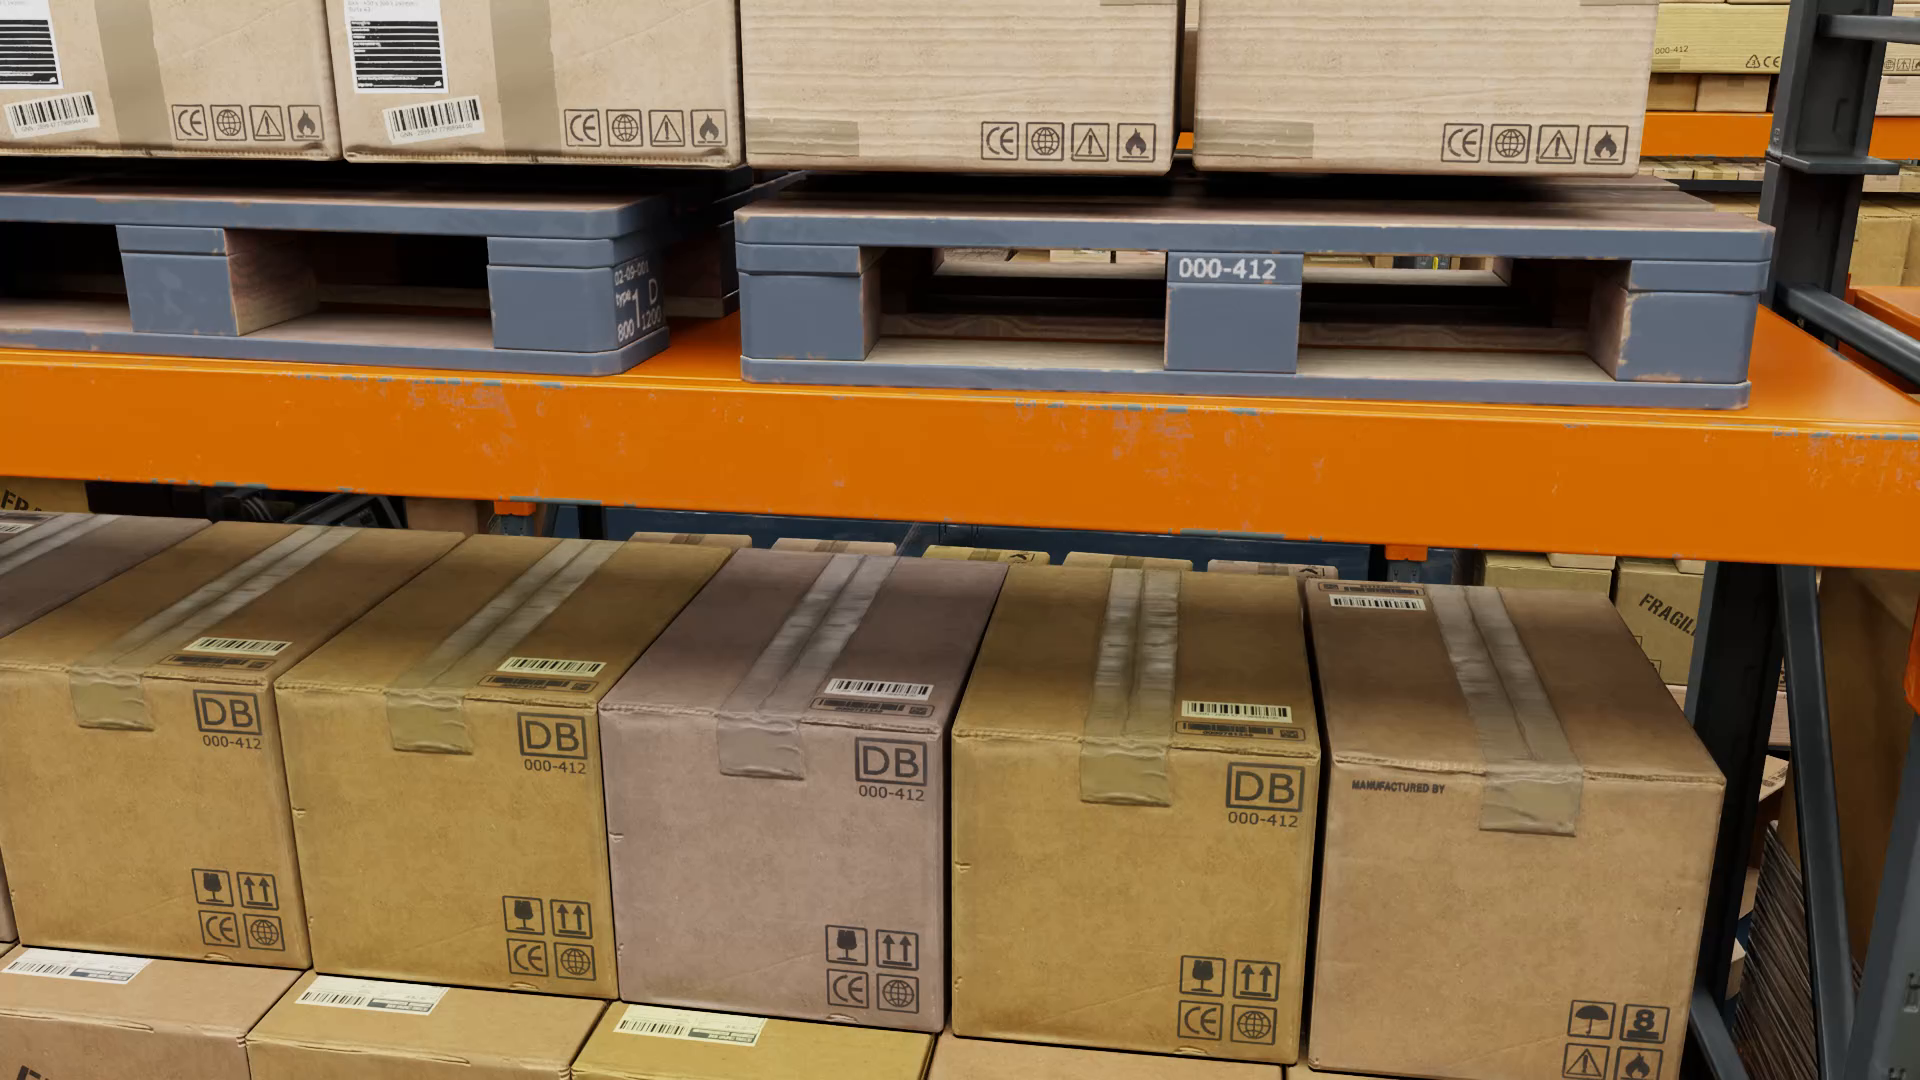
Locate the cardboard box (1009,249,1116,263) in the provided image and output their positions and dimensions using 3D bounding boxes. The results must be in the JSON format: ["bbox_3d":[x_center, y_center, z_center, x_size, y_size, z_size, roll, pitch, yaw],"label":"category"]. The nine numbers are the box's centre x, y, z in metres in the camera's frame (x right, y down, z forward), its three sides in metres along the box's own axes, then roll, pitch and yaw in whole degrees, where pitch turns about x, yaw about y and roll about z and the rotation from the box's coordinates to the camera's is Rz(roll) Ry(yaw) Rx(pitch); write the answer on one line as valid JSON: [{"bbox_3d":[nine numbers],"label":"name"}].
[{"bbox_3d":[0.478,-0.981,7.219,0.500,0.500,0.500,4,19,11],"label":"cardboard box"}]

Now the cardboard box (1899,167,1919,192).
[{"bbox_3d":[6.315,-2.392,11.075,0.250,0.149,0.380,3,19,9],"label":"cardboard box"}]

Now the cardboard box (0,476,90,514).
[{"bbox_3d":[-4.411,-0.135,8.665,0.875,0.875,0.875,3,19,10],"label":"cardboard box"}]

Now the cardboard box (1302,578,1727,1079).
[{"bbox_3d":[0.793,0.422,2.583,0.500,0.500,0.700,3,19,8],"label":"cardboard box"}]

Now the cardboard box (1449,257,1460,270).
[{"bbox_3d":[3.667,-2.067,11.596,0.500,0.500,0.500,3,19,10],"label":"cardboard box"}]

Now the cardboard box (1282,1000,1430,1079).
[{"bbox_3d":[0.726,0.976,2.500,0.500,0.500,0.500,3,19,8],"label":"cardboard box"}]

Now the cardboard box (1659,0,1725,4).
[{"bbox_3d":[2.749,-2.133,6.362,0.250,0.149,0.380,2,19,7],"label":"cardboard box"}]

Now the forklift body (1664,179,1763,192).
[{"bbox_3d":[4.541,-1.065,10.096,1.214,2.155,2.313,3,19,9],"label":"forklift body"}]

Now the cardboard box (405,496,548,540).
[{"bbox_3d":[-2.649,-0.043,8.392,0.875,0.875,0.875,3,19,8],"label":"cardboard box"}]

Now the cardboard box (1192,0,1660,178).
[{"bbox_3d":[0.561,-0.617,2.110,0.500,0.250,0.500,3,19,9],"label":"cardboard box"}]

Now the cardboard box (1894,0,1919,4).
[{"bbox_3d":[3.523,-2.105,6.278,0.250,0.149,0.380,3,19,8],"label":"cardboard box"}]

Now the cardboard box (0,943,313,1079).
[{"bbox_3d":[-1.265,0.875,2.803,0.500,0.500,0.500,3,19,9],"label":"cardboard box"}]

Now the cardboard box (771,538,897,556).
[{"bbox_3d":[-0.694,0.322,8.092,0.625,0.372,0.950,3,19,8],"label":"cardboard box"}]

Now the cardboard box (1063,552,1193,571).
[{"bbox_3d":[0.741,0.397,7.870,0.625,0.372,0.950,4,19,12],"label":"cardboard box"}]

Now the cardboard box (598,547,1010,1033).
[{"bbox_3d":[-0.214,0.371,2.734,0.500,0.500,0.700,3,19,9],"label":"cardboard box"}]

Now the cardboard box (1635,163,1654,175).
[{"bbox_3d":[4.554,-2.485,11.354,0.250,0.149,0.380,3,19,9],"label":"cardboard box"}]

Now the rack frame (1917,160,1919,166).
[{"bbox_3d":[6.702,-1.944,11.384,0.127,3.000,1.000,3,19,9],"label":"rack frame"}]

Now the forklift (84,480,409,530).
[{"bbox_3d":[-1.888,0.091,5.413,3.031,2.935,1.130,4,19,11],"label":"forklift"}]

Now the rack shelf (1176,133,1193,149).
[{"bbox_3d":[-0.005,-1.772,7.277,4.000,0.370,1.077,3,19,9],"label":"rack shelf"}]

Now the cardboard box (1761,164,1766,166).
[{"bbox_3d":[5.570,-2.435,11.204,0.250,0.149,0.380,3,19,9],"label":"cardboard box"}]

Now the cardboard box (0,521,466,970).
[{"bbox_3d":[-1.217,0.319,2.888,0.500,0.500,0.700,3,19,8],"label":"cardboard box"}]

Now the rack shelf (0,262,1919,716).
[{"bbox_3d":[-0.691,-0.216,2.627,4.000,0.370,1.077,3,19,9],"label":"rack shelf"}]

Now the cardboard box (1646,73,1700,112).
[{"bbox_3d":[2.750,-1.792,6.600,0.250,0.149,0.380,3,19,9],"label":"cardboard box"}]

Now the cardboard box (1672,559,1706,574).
[{"bbox_3d":[3.131,0.017,6.994,0.250,0.149,0.380,4,19,11],"label":"cardboard box"}]

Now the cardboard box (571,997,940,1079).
[{"bbox_3d":[-0.272,0.925,2.652,0.500,0.500,0.500,3,19,9],"label":"cardboard box"}]

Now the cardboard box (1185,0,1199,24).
[{"bbox_3d":[0.871,-2.151,6.852,0.500,0.250,0.500,3,19,9],"label":"cardboard box"}]

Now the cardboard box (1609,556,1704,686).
[{"bbox_3d":[3.039,0.297,7.178,0.500,0.500,0.500,4,19,11],"label":"cardboard box"}]

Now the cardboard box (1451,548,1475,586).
[{"bbox_3d":[2.596,0.105,7.751,0.500,0.500,0.500,3,19,8],"label":"cardboard box"}]

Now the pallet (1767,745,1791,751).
[{"bbox_3d":[3.846,0.816,7.531,1.213,0.211,1.003,3,19,9],"label":"pallet"}]

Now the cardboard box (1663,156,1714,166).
[{"bbox_3d":[5.139,-2.623,11.766,0.250,0.149,0.380,2,19,7],"label":"cardboard box"}]

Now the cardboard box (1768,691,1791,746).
[{"bbox_3d":[3.562,0.679,7.219,0.500,0.250,0.500,3,19,8],"label":"cardboard box"}]

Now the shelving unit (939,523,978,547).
[{"bbox_3d":[-0.008,-0.427,10.162,0.210,0.900,0.258,3,19,9],"label":"shelving unit"}]

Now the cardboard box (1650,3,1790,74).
[{"bbox_3d":[2.871,-1.951,6.447,0.500,0.250,0.500,3,19,8],"label":"cardboard box"}]

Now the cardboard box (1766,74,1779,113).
[{"bbox_3d":[3.253,-1.750,6.474,0.250,0.149,0.380,2,19,7],"label":"cardboard box"}]

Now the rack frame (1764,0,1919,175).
[{"bbox_3d":[1.284,-1.879,1.736,0.127,3.000,1.000,3,19,9],"label":"rack frame"}]

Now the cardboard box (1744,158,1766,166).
[{"bbox_3d":[5.647,-2.573,11.618,0.250,0.149,0.380,3,19,9],"label":"cardboard box"}]

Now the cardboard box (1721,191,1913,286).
[{"bbox_3d":[3.362,-1.096,6.649,0.500,0.500,0.700,3,19,7],"label":"cardboard box"}]

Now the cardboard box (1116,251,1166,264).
[{"bbox_3d":[0.795,-1.268,7.055,0.250,0.149,0.380,2,19,7],"label":"cardboard box"}]

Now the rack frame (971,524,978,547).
[{"bbox_3d":[0.092,-0.422,10.146,0.006,0.900,0.240,3,19,9],"label":"rack frame"}]

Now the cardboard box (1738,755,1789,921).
[{"bbox_3d":[2.811,1.075,6.299,0.500,0.500,0.500,-15,24,-38],"label":"cardboard box"}]

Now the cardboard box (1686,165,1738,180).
[{"bbox_3d":[5.039,-2.424,11.173,0.250,0.149,0.380,3,19,10],"label":"cardboard box"}]

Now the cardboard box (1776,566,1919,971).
[{"bbox_3d":[1.643,0.412,2.405,0.550,0.550,0.875,3,19,9],"label":"cardboard box"}]

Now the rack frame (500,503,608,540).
[{"bbox_3d":[-1.980,-0.791,7.940,0.127,3.000,1.000,3,19,9],"label":"rack frame"}]

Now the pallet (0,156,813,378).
[{"bbox_3d":[-0.917,-0.497,2.631,1.213,0.211,1.003,4,19,11],"label":"pallet"}]

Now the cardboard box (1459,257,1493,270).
[{"bbox_3d":[2.369,-1.162,6.847,0.500,0.500,0.700,3,19,8],"label":"cardboard box"}]

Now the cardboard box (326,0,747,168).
[{"bbox_3d":[-0.482,-0.680,2.201,0.500,0.311,0.500,2,19,7],"label":"cardboard box"}]

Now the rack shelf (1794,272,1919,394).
[{"bbox_3d":[3.259,-0.014,2.025,4.000,0.370,1.077,3,19,9],"label":"rack shelf"}]

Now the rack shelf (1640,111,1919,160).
[{"bbox_3d":[3.944,-1.570,6.675,4.000,0.370,1.077,3,19,9],"label":"rack shelf"}]

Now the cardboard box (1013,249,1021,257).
[{"bbox_3d":[0.062,-1.167,7.776,0.500,0.500,0.500,2,19,6],"label":"cardboard box"}]
